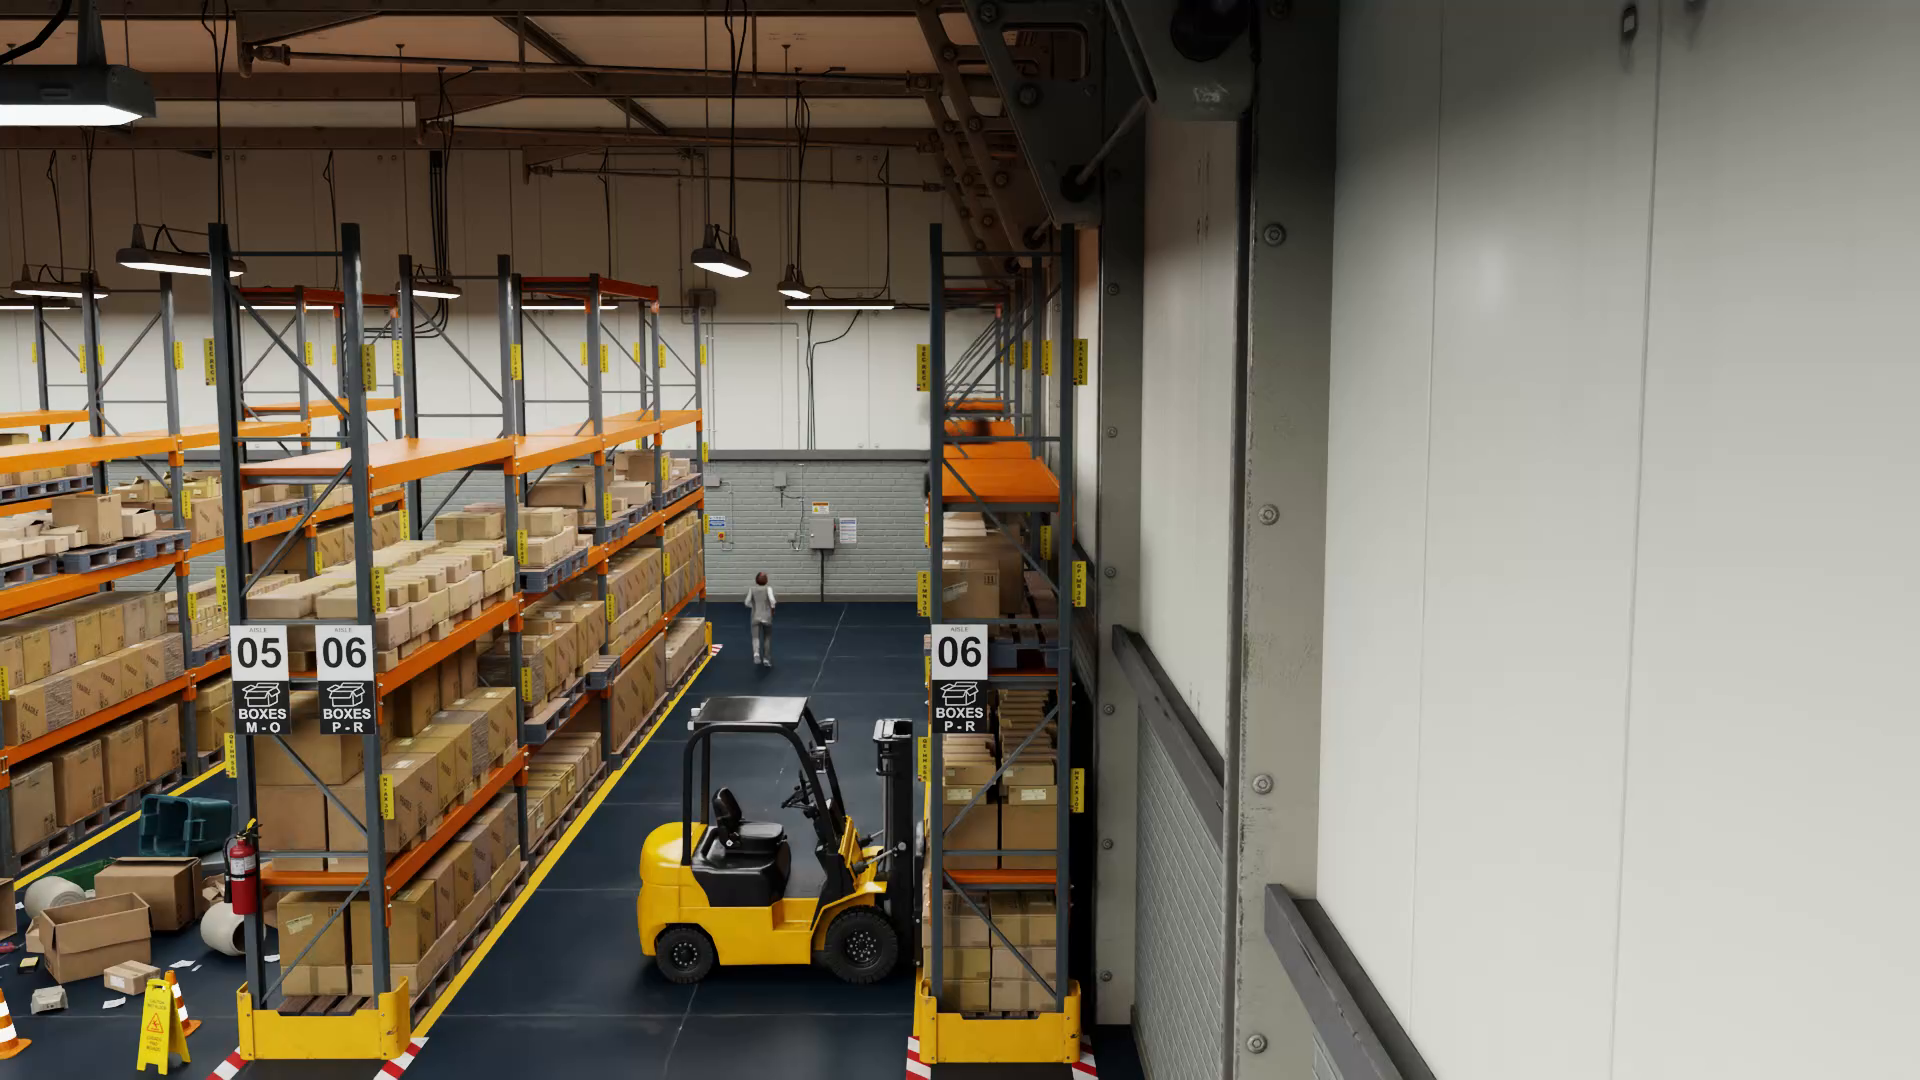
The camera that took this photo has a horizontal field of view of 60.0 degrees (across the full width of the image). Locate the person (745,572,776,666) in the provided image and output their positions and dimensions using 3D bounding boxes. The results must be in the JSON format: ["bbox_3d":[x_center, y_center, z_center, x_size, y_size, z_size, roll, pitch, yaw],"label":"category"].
[{"bbox_3d":[-3.174,1.302,26.474,0.507,1.595,1.034,0,7,-3],"label":"person"}]
